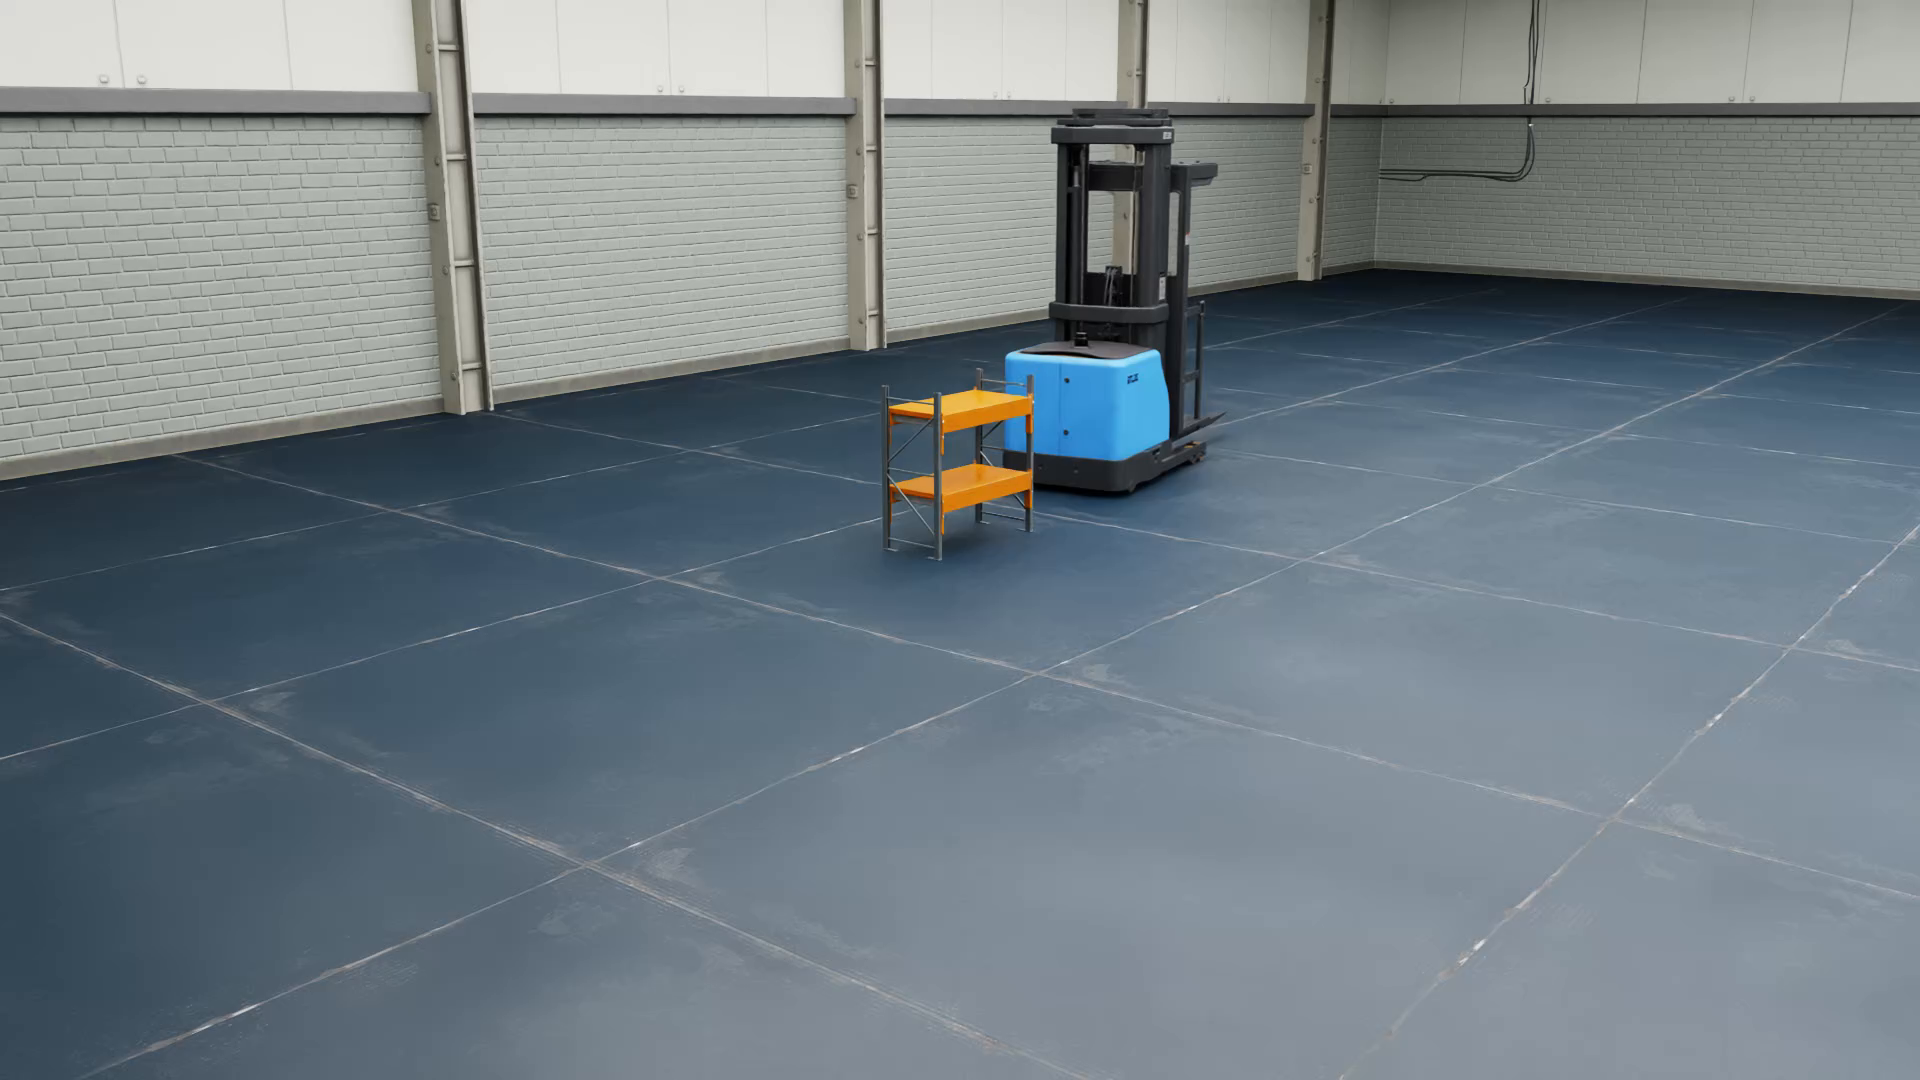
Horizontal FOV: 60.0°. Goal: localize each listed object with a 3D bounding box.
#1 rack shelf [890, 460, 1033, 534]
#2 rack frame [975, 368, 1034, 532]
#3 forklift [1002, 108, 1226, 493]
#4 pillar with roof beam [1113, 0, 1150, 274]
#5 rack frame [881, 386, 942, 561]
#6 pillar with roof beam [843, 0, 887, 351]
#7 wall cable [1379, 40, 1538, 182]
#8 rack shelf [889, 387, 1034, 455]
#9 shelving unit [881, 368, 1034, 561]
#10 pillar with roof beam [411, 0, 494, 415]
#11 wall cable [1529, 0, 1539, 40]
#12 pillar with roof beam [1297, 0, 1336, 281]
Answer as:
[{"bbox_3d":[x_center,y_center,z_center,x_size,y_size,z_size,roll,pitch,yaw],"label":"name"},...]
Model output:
[{"bbox_3d":[-0.004,-0.307,11.540,0.538,0.278,1.000,11,18,38],"label":"rack shelf"},{"bbox_3d":[0.315,-0.641,11.863,0.500,1.125,0.032,11,18,38],"label":"rack frame"},{"bbox_3d":[1.469,-2.106,13.960,1.130,2.935,3.031,7,16,27],"label":"forklift"},{"bbox_3d":[5.939,-7.298,22.075,9.100,9.000,0.400,11,18,38],"label":"pillar with roof beam"},{"bbox_3d":[-0.324,-0.447,11.096,0.500,1.125,0.032,11,18,38],"label":"rack frame"},{"bbox_3d":[2.168,-6.149,17.552,9.100,9.000,0.400,11,18,38],"label":"pillar with roof beam"},{"bbox_3d":[9.242,-7.968,31.018,3.097,2.526,0.112,11,18,38],"label":"wall cable"},{"bbox_3d":[-0.004,-0.828,11.407,0.538,0.278,1.000,11,18,38],"label":"rack shelf"},{"bbox_3d":[-0.004,-0.544,11.479,0.538,1.125,1.048,11,18,38],"label":"shelving unit"},{"bbox_3d":[-1.603,-5.000,13.029,9.100,9.000,0.400,11,18,38],"label":"pillar with roof beam"},{"bbox_3d":[11.346,-9.997,28.749,3.097,2.526,0.112,11,18,38],"label":"wall cable"},{"bbox_3d":[9.710,-8.447,26.598,9.100,9.000,0.400,11,18,38],"label":"pillar with roof beam"}]
